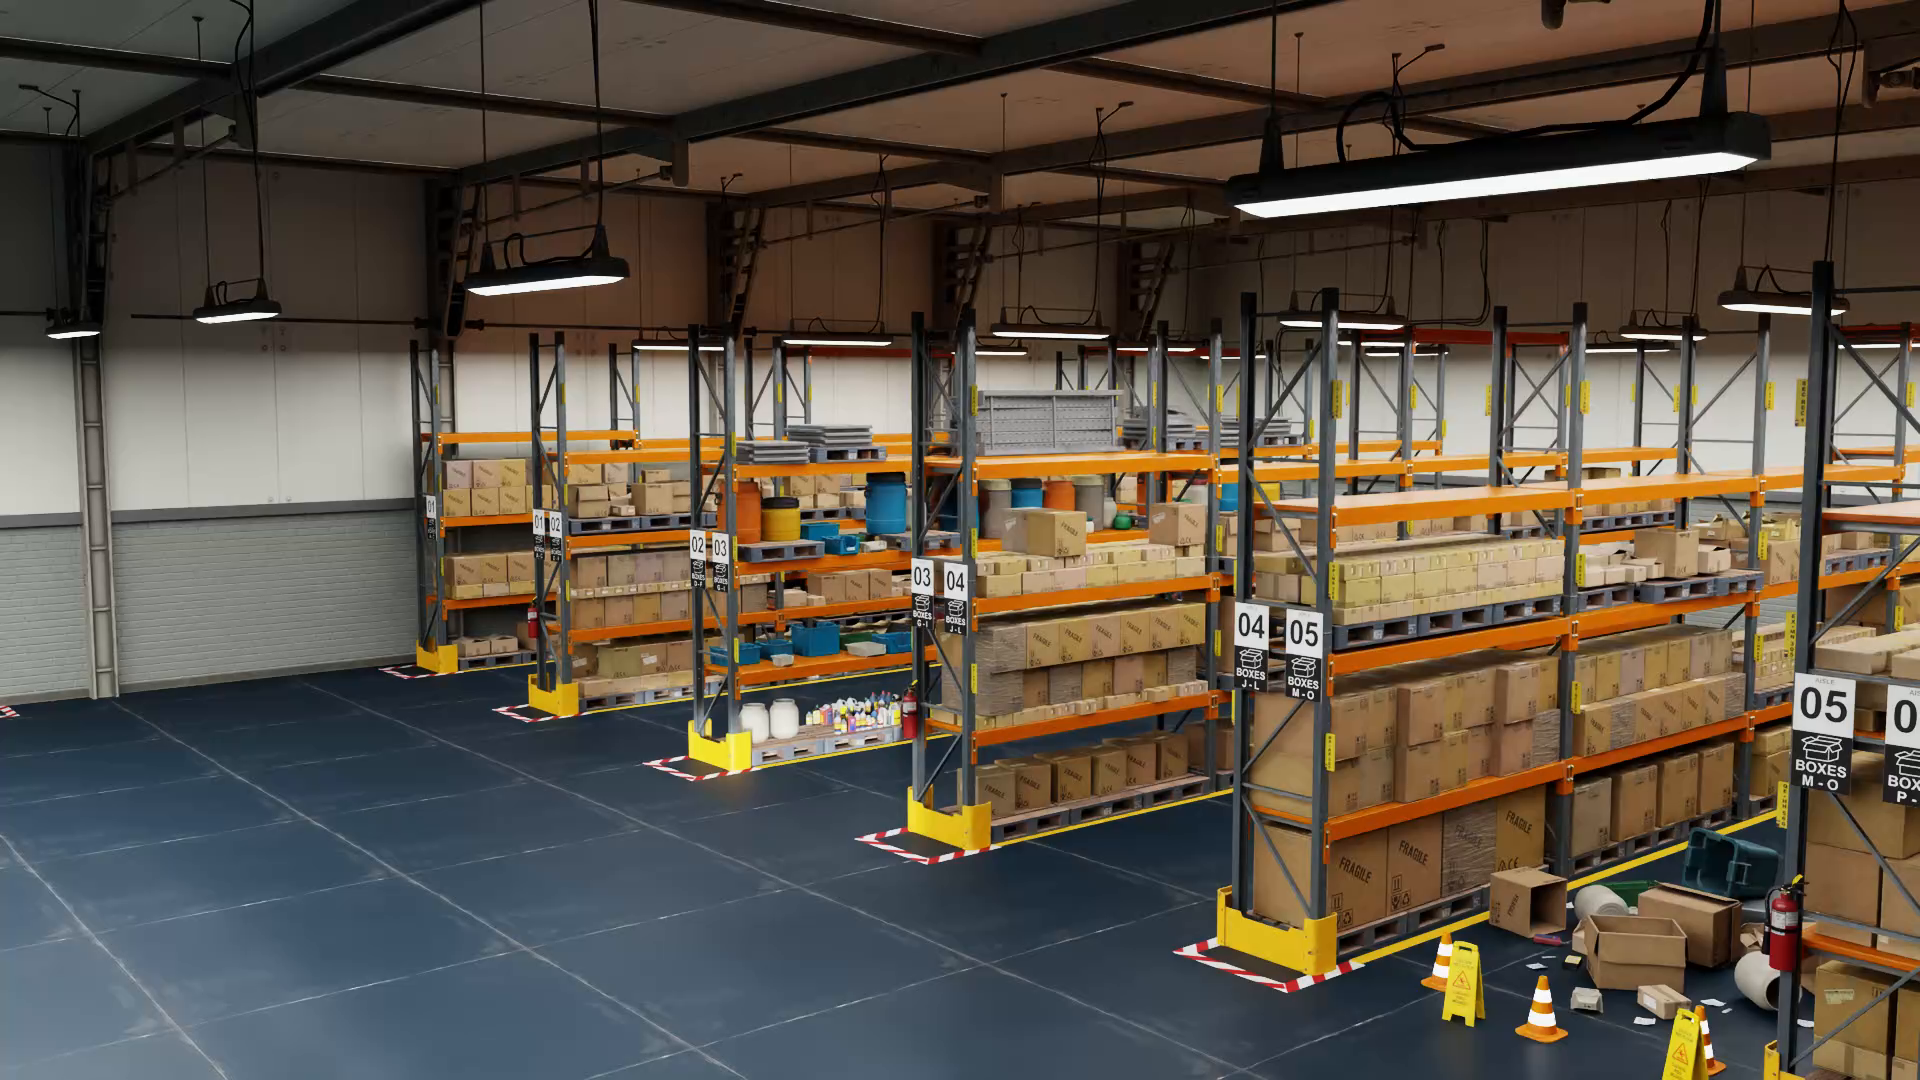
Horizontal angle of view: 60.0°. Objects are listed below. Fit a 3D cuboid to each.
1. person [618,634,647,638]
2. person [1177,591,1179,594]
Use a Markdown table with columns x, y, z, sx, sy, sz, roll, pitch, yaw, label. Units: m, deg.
| x | y | z | sx | sy | sz | roll | pitch | yaw | label |
| --- | --- | --- | --- | --- | --- | --- | --- | --- | --- |
| -5.781 | 1.638 | 29.228 | 0.609 | 1.716 | 0.514 | -2 | 6 | -19 | person |
| 5.429 | 0.573 | 40.224 | 0.552 | 1.717 | 0.481 | -3 | 6 | -31 | person |
